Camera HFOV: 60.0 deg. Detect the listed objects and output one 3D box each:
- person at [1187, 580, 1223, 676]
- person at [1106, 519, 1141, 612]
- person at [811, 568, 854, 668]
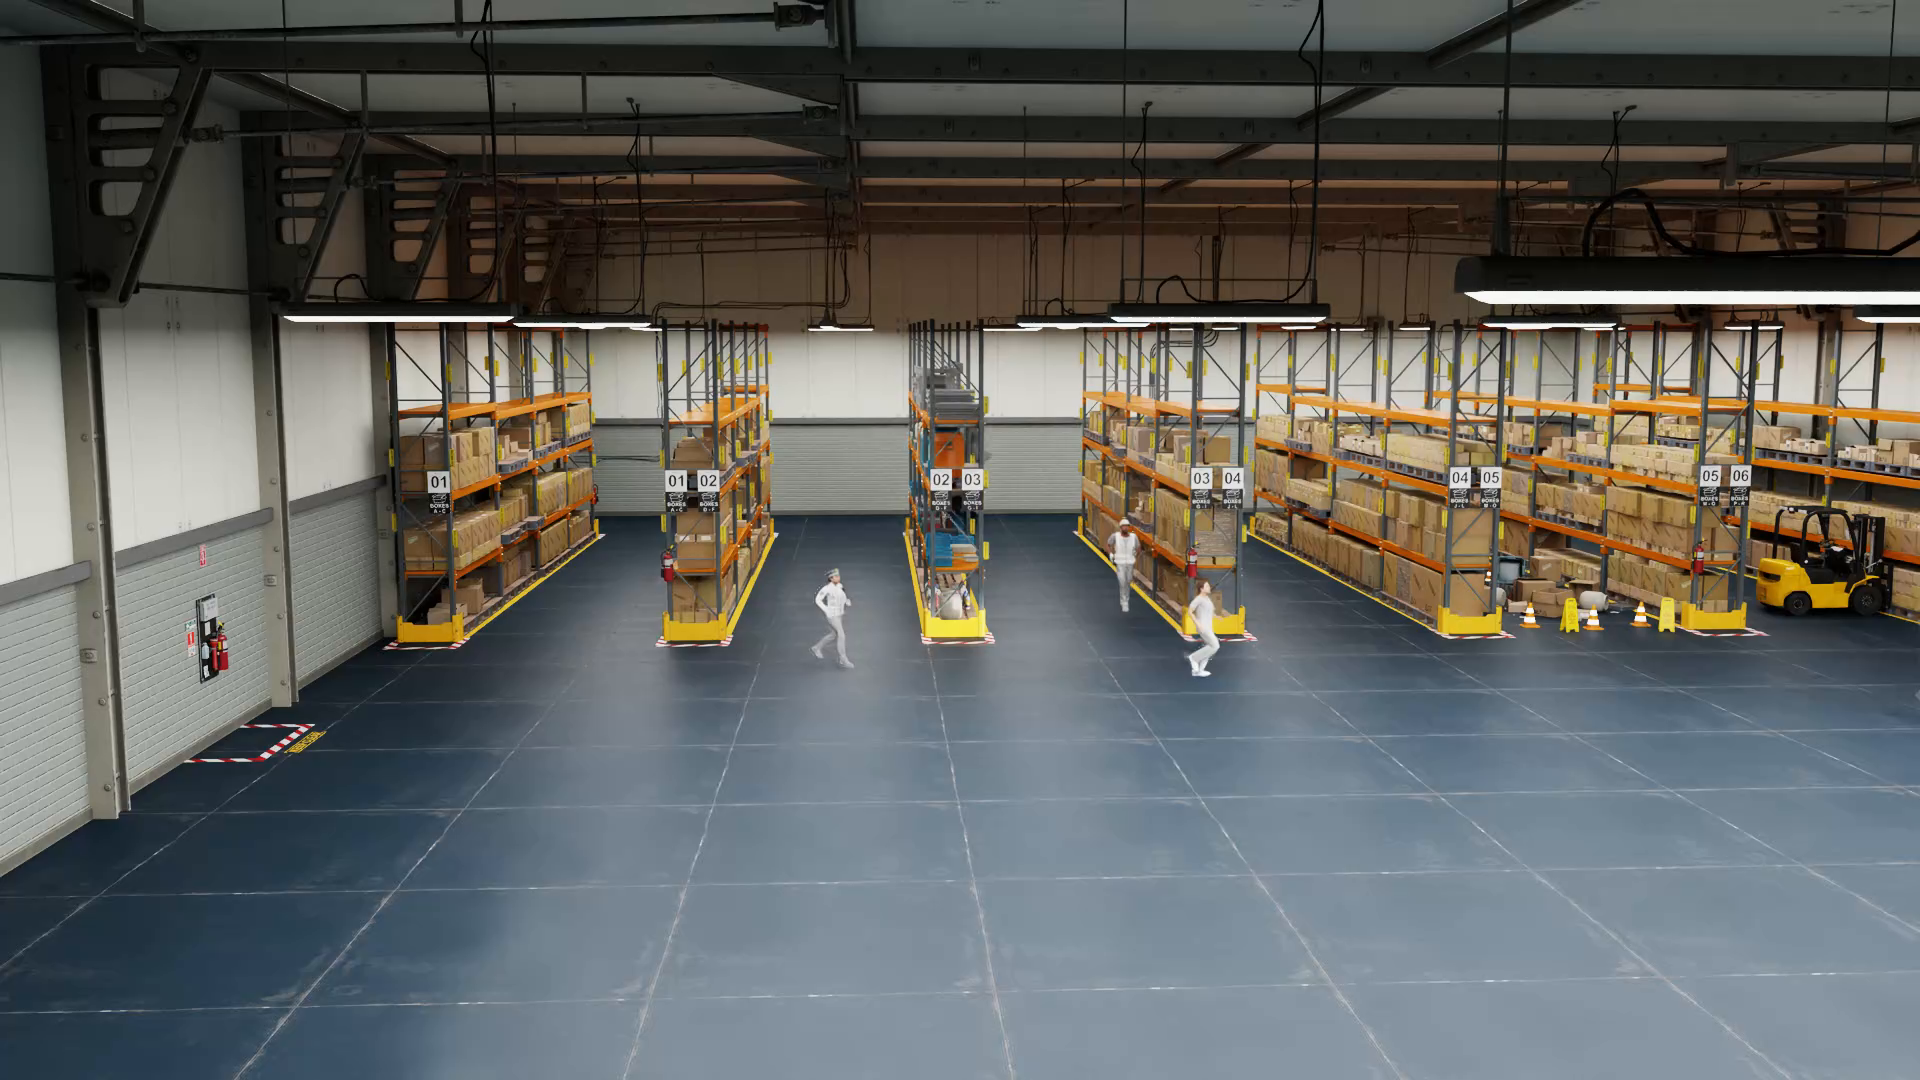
[{"bbox_3d":[4.135,1.479,27.865,0.545,1.624,0.565,4,8,28],"label":"person"},{"bbox_3d":[3.265,0.492,33.007,0.678,1.825,0.826,-1,7,-7],"label":"person"},{"bbox_3d":[-2.194,1.327,28.869,0.846,1.711,0.602,4,8,27],"label":"person"}]
